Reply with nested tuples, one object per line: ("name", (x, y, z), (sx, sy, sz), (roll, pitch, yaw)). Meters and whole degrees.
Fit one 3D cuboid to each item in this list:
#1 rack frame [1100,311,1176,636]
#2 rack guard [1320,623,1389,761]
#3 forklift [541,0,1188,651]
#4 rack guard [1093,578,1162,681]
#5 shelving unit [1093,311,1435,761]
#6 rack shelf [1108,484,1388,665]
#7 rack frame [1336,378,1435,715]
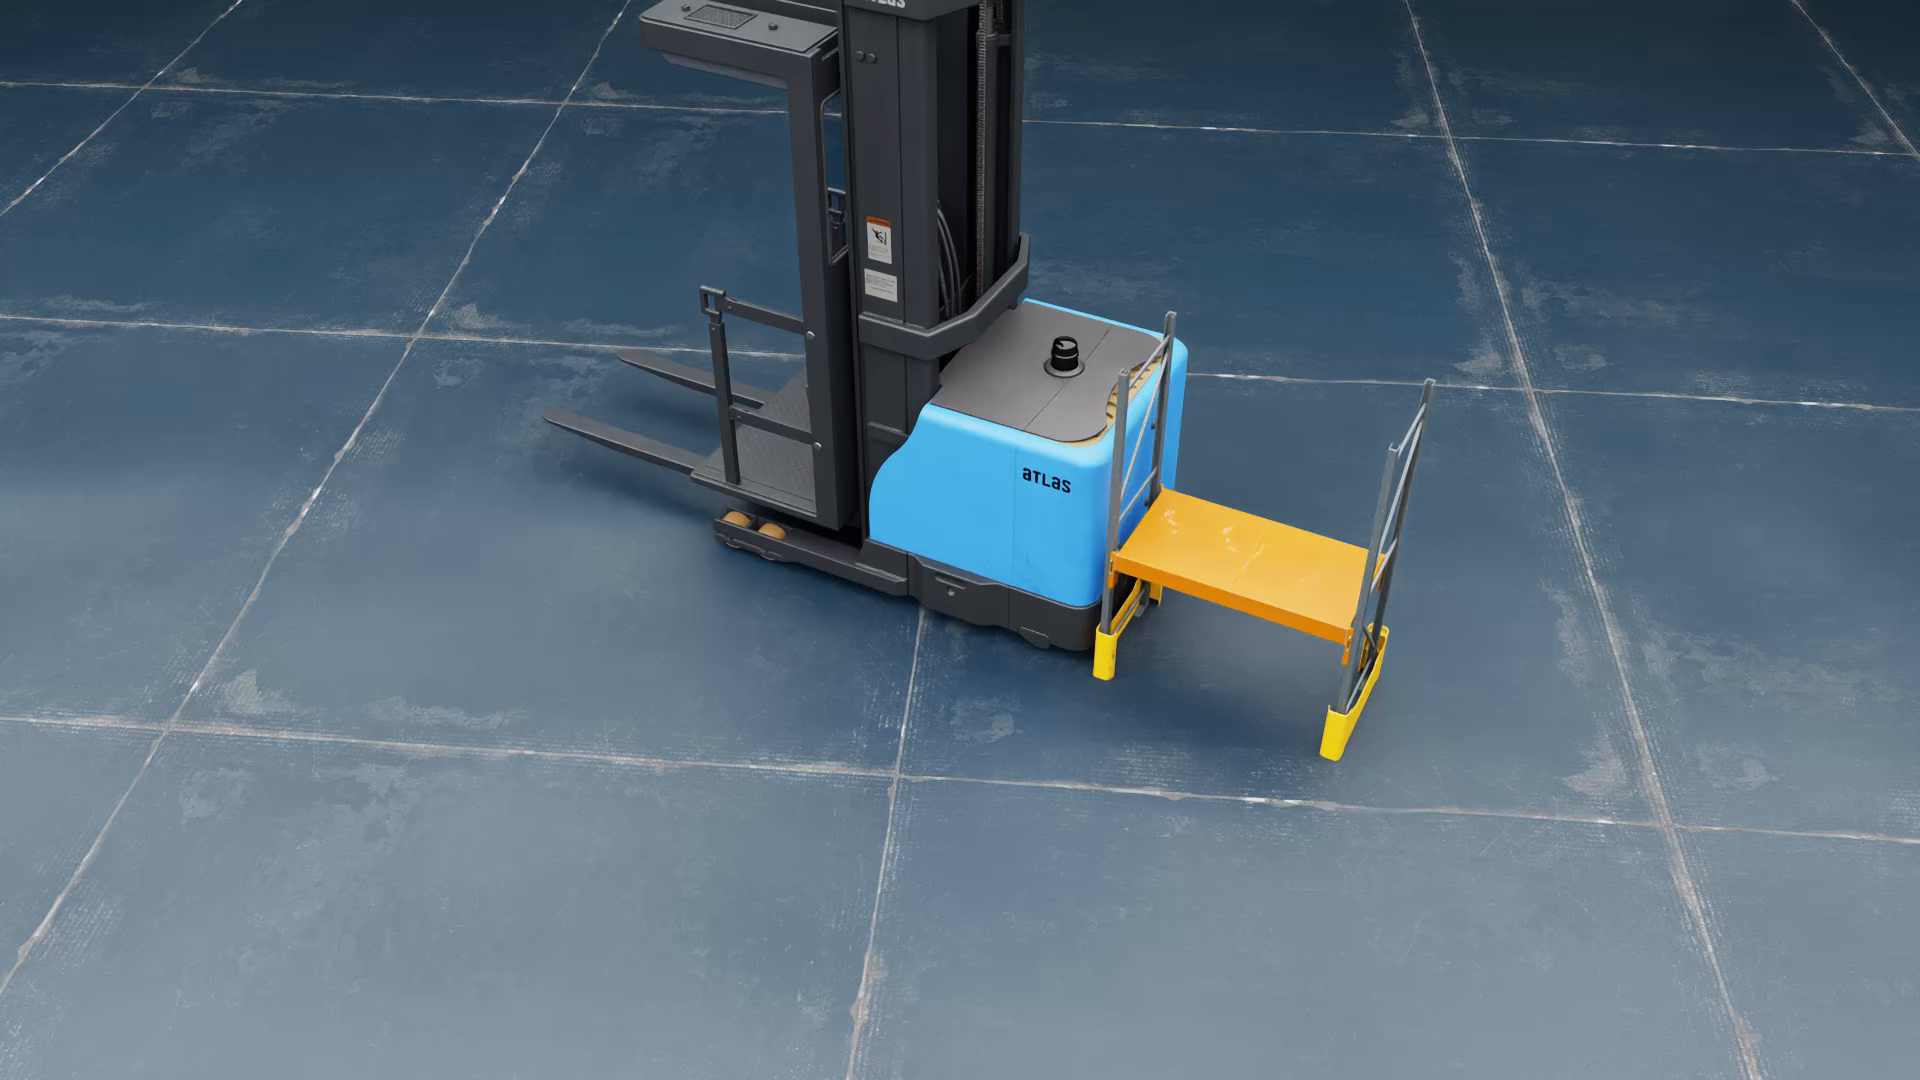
("rack frame", (0.712, -0.165, 6.765), (0.032, 1.500, 0.500), (18, 43, 21))
("rack guard", (1.613, 0.616, 6.795), (0.087, 0.250, 0.587), (18, 43, 21))
("forklift", (-0.559, -1.320, 7.050), (3.031, 2.935, 1.130), (18, 43, 21))
("rack guard", (0.730, 0.325, 7.153), (0.087, 0.250, 0.587), (18, 43, 21))
("shelving unit", (1.171, -0.014, 6.579), (1.083, 1.500, 0.587), (18, 43, 21))
("rack shelf", (1.163, 0.123, 6.696), (1.000, 0.185, 0.538), (18, 43, 21))
("rack frame", (1.614, 0.132, 6.400), (0.032, 1.500, 0.500), (18, 43, 21))
